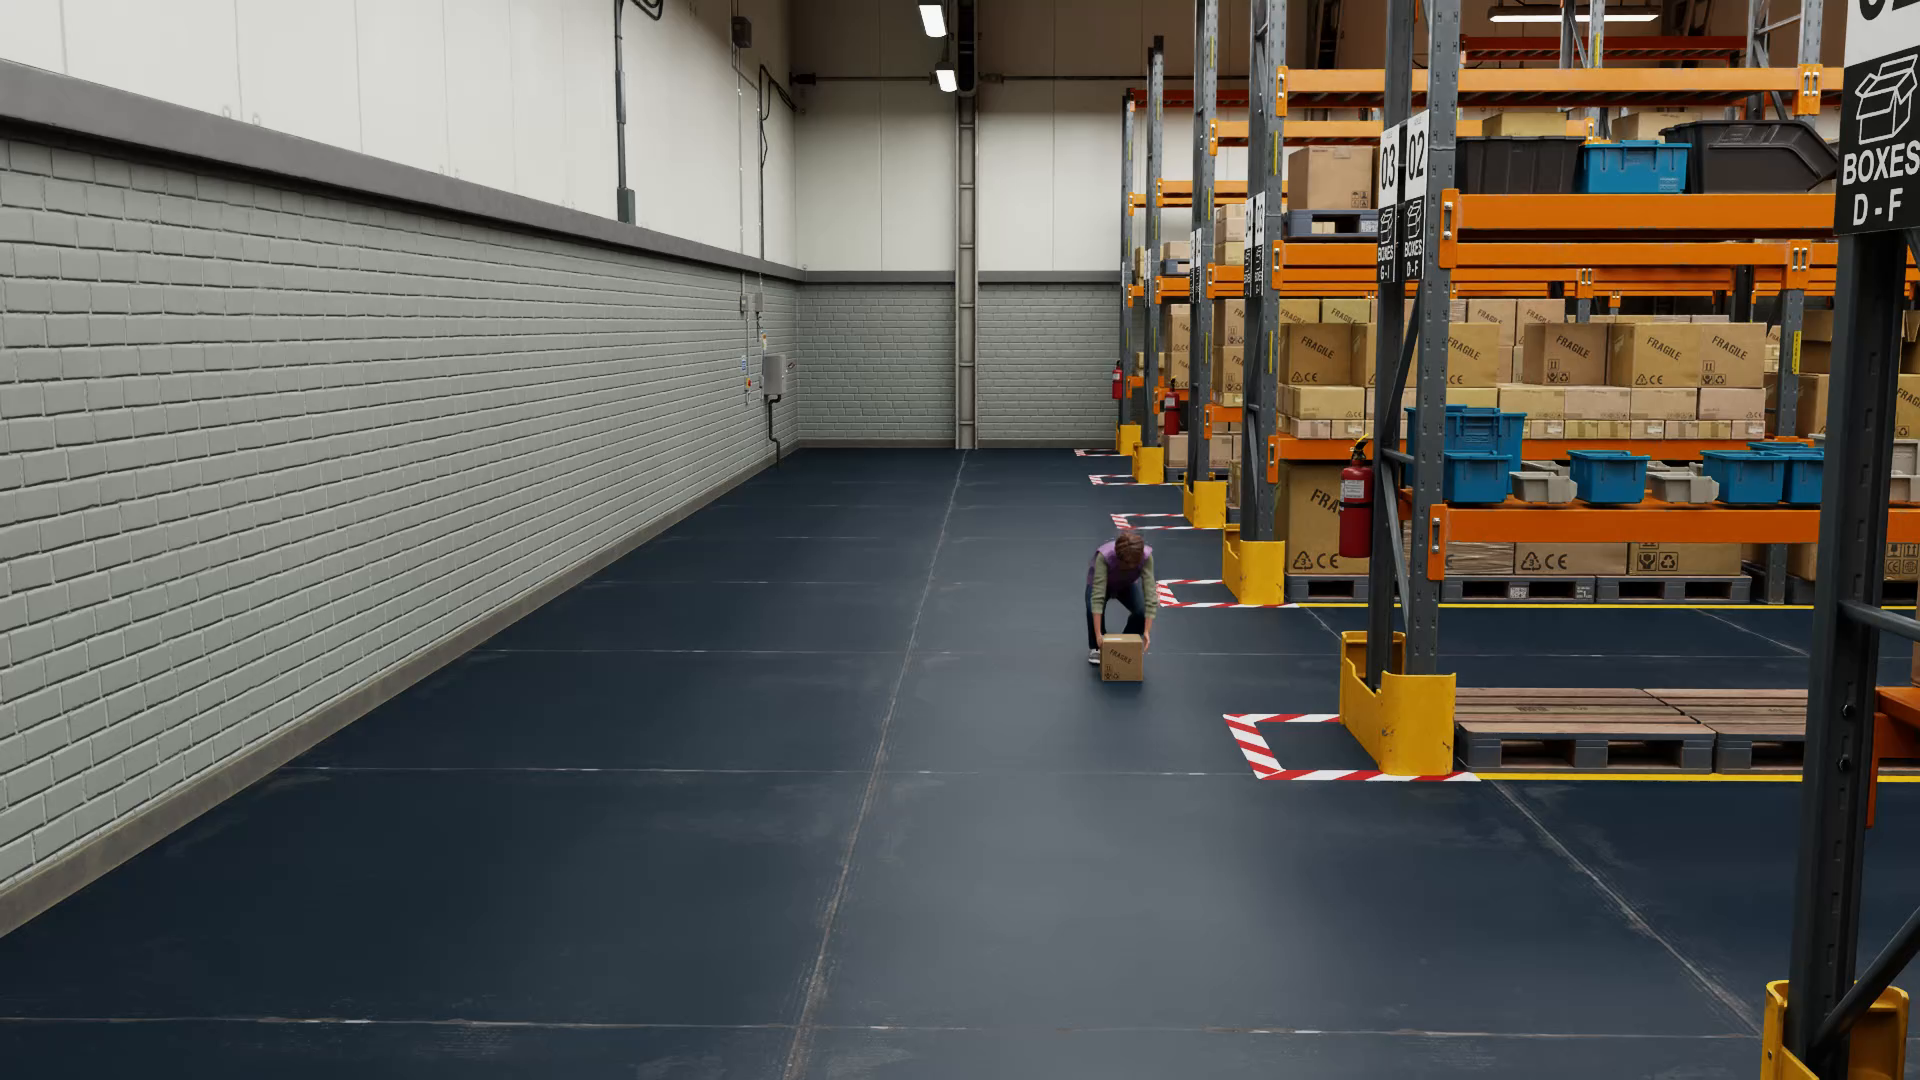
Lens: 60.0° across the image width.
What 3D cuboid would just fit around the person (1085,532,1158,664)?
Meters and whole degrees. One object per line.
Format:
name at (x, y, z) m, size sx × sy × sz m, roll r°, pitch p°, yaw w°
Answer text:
person at (1.031, 0.366, 10.727) m, size 0.449 × 0.898 × 0.792 m, roll 0°, pitch 7°, yaw 1°
